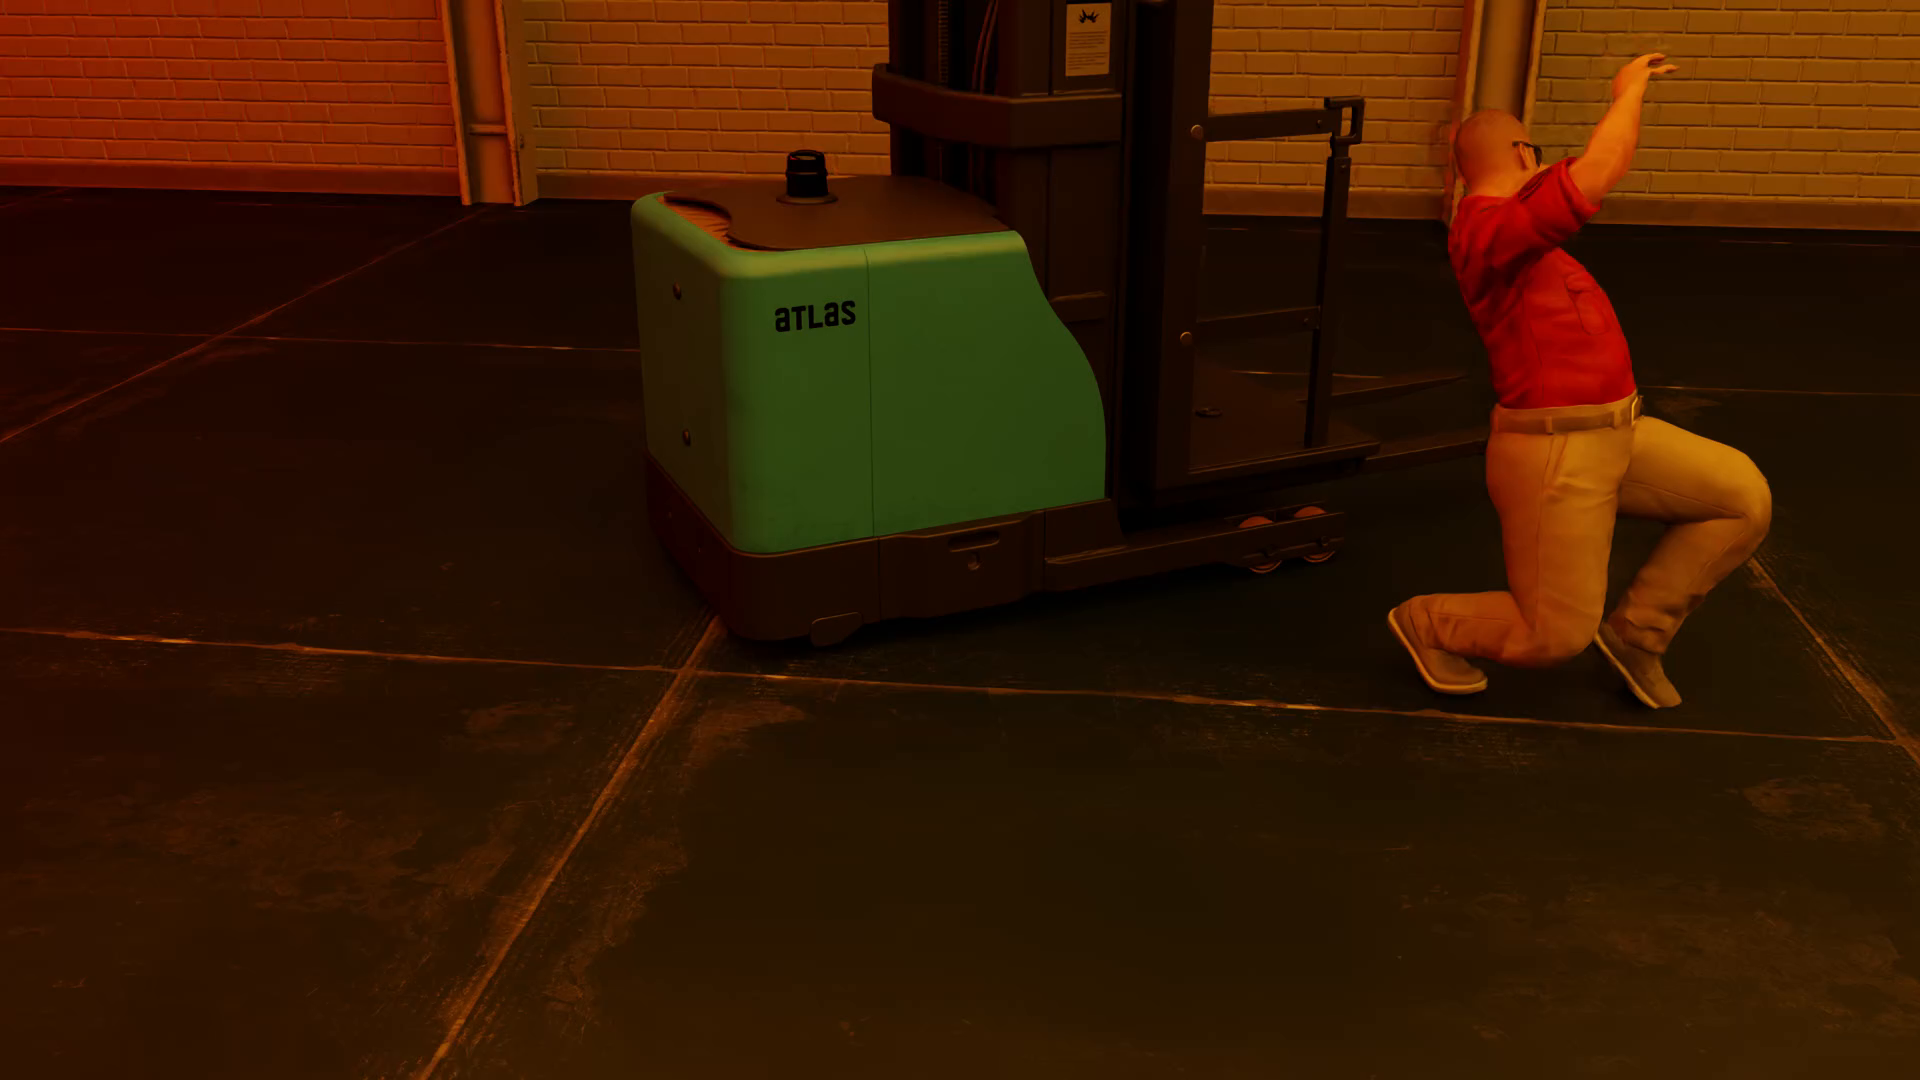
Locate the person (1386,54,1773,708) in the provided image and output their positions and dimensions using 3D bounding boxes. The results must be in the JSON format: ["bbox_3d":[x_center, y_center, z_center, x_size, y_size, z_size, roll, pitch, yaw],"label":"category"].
[{"bbox_3d":[1.599,-0.386,4.114,0.860,1.601,1.108,13,25,29],"label":"person"}]

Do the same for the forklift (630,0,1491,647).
[{"bbox_3d":[0.601,-1.430,4.804,3.031,2.935,1.130,-10,24,-23],"label":"forklift"}]
